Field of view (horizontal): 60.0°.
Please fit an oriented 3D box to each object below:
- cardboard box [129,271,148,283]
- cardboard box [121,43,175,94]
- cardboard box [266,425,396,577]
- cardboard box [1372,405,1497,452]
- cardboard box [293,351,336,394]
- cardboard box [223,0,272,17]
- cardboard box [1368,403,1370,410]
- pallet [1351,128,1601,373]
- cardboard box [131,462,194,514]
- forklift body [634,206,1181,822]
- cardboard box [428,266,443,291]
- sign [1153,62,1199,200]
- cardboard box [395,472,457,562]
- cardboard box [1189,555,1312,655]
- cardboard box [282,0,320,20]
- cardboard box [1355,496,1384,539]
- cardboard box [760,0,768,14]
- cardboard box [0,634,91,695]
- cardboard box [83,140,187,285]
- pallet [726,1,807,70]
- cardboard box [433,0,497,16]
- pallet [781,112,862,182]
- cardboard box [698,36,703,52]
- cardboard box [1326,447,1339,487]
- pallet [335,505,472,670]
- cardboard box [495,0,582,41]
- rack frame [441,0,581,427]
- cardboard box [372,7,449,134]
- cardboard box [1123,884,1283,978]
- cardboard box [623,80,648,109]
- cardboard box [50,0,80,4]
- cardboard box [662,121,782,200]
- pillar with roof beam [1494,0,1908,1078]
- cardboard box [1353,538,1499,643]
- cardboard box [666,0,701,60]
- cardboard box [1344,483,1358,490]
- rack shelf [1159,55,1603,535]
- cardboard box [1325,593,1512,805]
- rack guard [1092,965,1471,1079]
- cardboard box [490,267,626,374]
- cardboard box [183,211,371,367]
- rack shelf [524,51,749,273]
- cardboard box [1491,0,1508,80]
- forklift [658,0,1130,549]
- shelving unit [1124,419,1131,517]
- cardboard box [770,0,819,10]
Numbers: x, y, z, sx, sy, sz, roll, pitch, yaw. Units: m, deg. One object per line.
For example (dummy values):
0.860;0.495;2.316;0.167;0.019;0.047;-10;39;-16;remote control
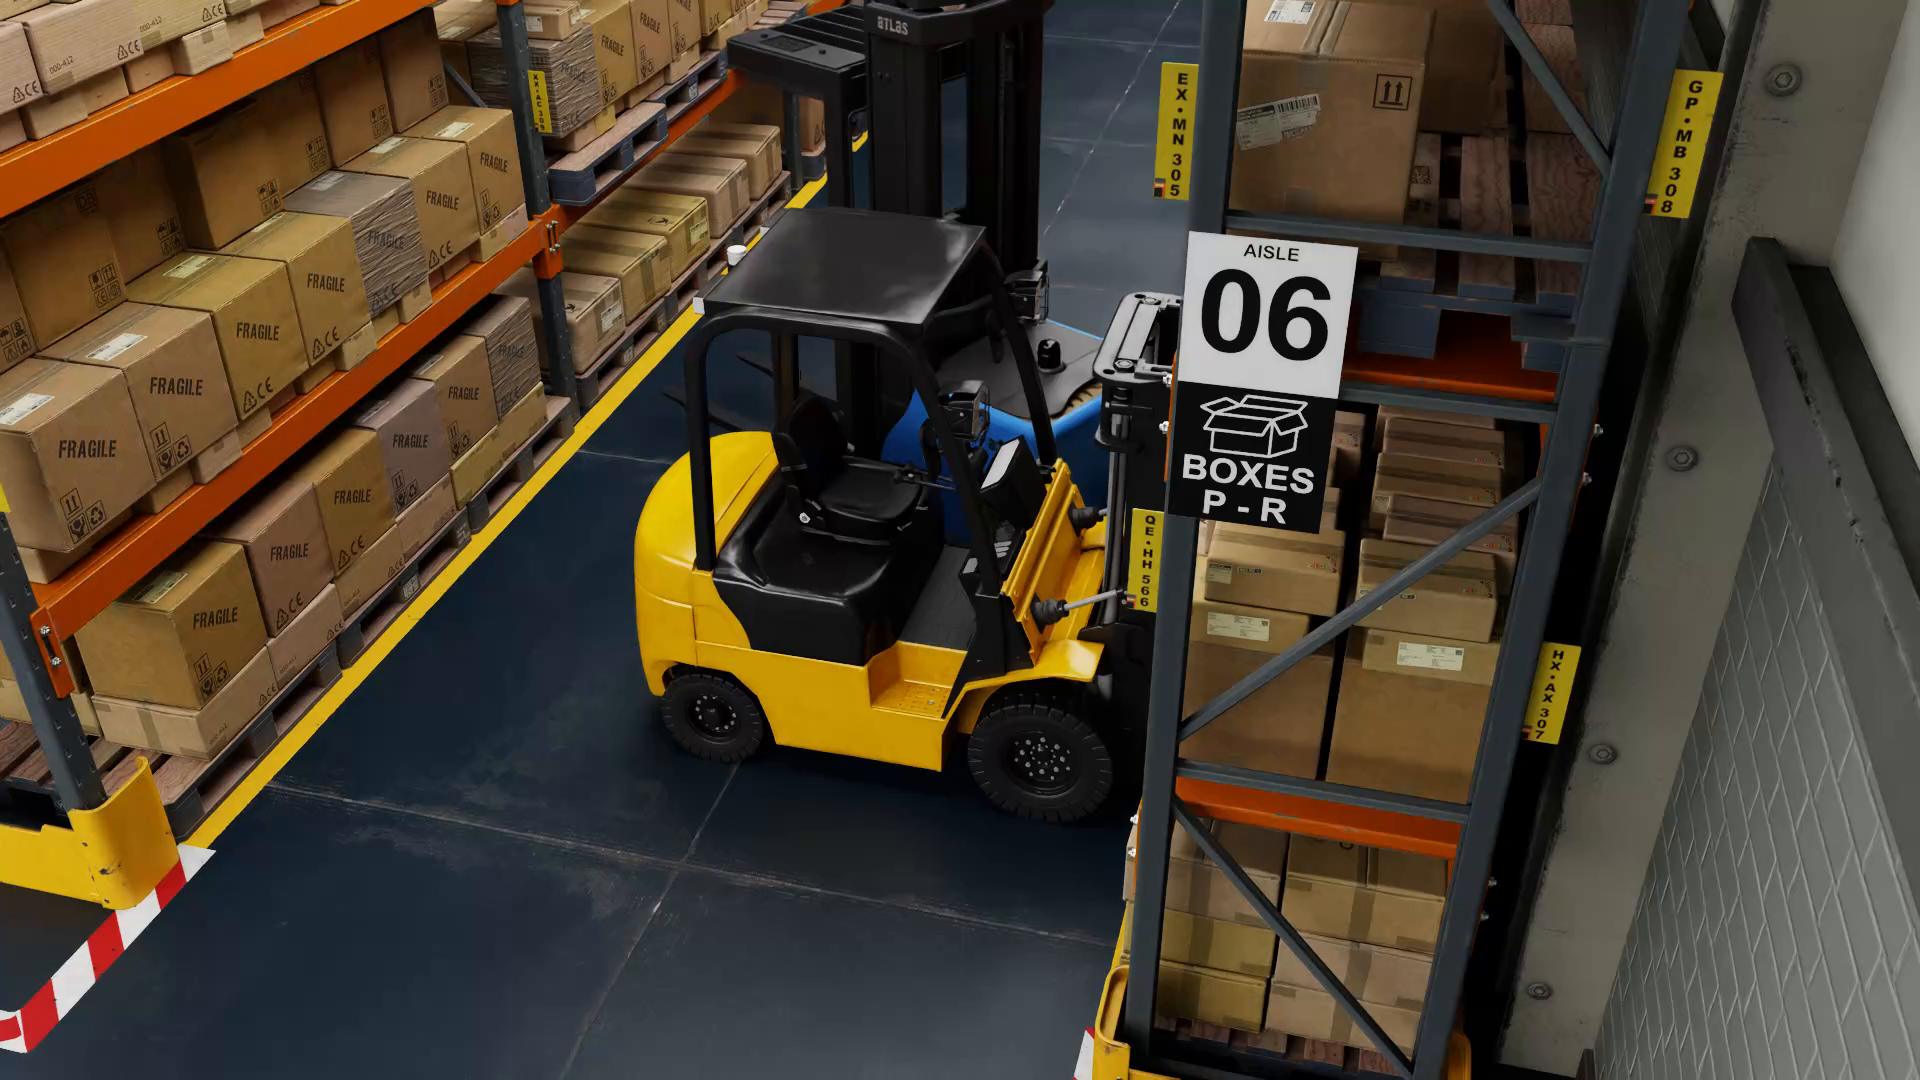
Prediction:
-3.633;-0.950;7.078;0.500;0.500;0.500;8;33;12;cardboard box
-3.185;-1.784;6.199;0.380;0.149;0.250;7;33;11;cardboard box
-3.025;-0.203;7.745;0.500;0.500;0.500;9;33;13;cardboard box
1.600;-0.394;5.599;0.380;0.149;0.250;9;34;14;cardboard box
-3.037;-0.789;7.429;0.380;0.149;0.250;7;33;11;cardboard box
-2.987;-2.292;6.626;0.500;0.250;0.500;9;33;13;cardboard box
1.949;-0.595;6.797;0.500;0.500;0.500;7;33;11;cardboard box
1.241;-0.863;4.598;1.003;0.211;1.213;8;33;12;pallet
-3.284;-0.247;6.576;0.380;0.149;0.250;7;33;11;cardboard box
-0.247;-0.145;6.974;2.313;2.155;1.214;8;33;12;forklift body
-2.813;-1.324;8.271;0.380;0.149;0.250;8;33;12;cardboard box
0.515;-0.958;3.914;0.100;0.325;0.005;8;33;12;sign
-2.900;-0.153;8.366;0.500;0.250;0.500;9;33;13;cardboard box
0.853;0.195;4.950;0.380;0.149;0.250;8;33;13;cardboard box
-2.959;-2.320;7.042;0.380;0.149;0.250;9;33;13;cardboard box
1.445;0.005;5.249;0.380;0.149;0.250;7;33;12;cardboard box
-1.590;-3.816;11.800;0.380;0.149;0.250;9;33;13;cardboard box
-3.815;0.271;7.001;0.500;0.500;0.500;8;33;13;cardboard box
-3.682;-1.370;6.806;0.700;0.500;0.500;8;33;12;cardboard box
-1.814;-3.631;11.845;1.213;0.211;1.003;8;33;12;pallet
-2.731;-2.894;9.744;0.500;0.500;0.500;8;33;13;cardboard box
-1.463;-3.318;13.773;1.003;0.211;1.213;8;33;12;pallet
-1.924;-3.292;10.975;0.380;0.149;0.250;8;33;13;cardboard box
0.996;-0.199;5.292;0.380;0.149;0.250;9;33;13;cardboard box
-3.195;0.145;8.326;1.003;0.211;1.213;8;33;12;pallet
-2.290;-2.835;9.047;0.380;0.149;0.250;8;33;12;cardboard box
-2.751;-2.021;9.132;1.000;3.000;0.127;8;33;12;rack frame
-3.072;-2.411;8.445;0.700;0.500;0.500;8;33;12;cardboard box
0.857;1.206;5.763;0.500;0.250;0.500;8;33;12;cardboard box
-2.129;-2.749;10.121;0.380;0.149;0.250;9;33;13;cardboard box
-3.171;-1.972;5.751;0.380;0.149;0.250;8;33;12;cardboard box
-1.889;-2.873;12.531;0.950;0.372;0.625;6;33;9;cardboard box
-2.079;-2.627;4.495;9.100;9.000;0.400;8;33;12;pillar with roof beam
1.328;0.142;4.755;0.380;0.149;0.250;7;33;11;cardboard box
-1.969;-3.353;10.466;0.500;0.500;0.500;7;33;10;cardboard box
1.177;-0.138;6.078;0.500;0.500;0.500;7;33;11;cardboard box
1.544;-1.271;5.828;1.077;0.370;4.000;8;33;12;rack shelf
1.430;0.468;5.125;0.500;0.500;0.500;9;34;14;cardboard box
1.030;1.796;5.458;1.175;0.500;0.348;8;33;12;rack guard
-2.620;-1.361;10.153;0.950;0.372;0.625;8;33;13;cardboard box
-3.000;-1.119;7.344;0.500;0.500;0.500;7;33;11;cardboard box
-2.243;-2.755;10.958;1.077;0.370;4.000;8;33;12;rack shelf
1.455;-1.879;5.533;0.797;0.503;0.637;9;34;14;cardboard box
-0.412;-1.535;8.432;3.031;2.935;1.130;25;40;34;forklift
0.966;-0.248;7.727;0.431;1.500;0.755;8;33;15;shelving unit
-1.368;-4.253;12.783;0.500;0.250;0.500;7;33;12;cardboard box
